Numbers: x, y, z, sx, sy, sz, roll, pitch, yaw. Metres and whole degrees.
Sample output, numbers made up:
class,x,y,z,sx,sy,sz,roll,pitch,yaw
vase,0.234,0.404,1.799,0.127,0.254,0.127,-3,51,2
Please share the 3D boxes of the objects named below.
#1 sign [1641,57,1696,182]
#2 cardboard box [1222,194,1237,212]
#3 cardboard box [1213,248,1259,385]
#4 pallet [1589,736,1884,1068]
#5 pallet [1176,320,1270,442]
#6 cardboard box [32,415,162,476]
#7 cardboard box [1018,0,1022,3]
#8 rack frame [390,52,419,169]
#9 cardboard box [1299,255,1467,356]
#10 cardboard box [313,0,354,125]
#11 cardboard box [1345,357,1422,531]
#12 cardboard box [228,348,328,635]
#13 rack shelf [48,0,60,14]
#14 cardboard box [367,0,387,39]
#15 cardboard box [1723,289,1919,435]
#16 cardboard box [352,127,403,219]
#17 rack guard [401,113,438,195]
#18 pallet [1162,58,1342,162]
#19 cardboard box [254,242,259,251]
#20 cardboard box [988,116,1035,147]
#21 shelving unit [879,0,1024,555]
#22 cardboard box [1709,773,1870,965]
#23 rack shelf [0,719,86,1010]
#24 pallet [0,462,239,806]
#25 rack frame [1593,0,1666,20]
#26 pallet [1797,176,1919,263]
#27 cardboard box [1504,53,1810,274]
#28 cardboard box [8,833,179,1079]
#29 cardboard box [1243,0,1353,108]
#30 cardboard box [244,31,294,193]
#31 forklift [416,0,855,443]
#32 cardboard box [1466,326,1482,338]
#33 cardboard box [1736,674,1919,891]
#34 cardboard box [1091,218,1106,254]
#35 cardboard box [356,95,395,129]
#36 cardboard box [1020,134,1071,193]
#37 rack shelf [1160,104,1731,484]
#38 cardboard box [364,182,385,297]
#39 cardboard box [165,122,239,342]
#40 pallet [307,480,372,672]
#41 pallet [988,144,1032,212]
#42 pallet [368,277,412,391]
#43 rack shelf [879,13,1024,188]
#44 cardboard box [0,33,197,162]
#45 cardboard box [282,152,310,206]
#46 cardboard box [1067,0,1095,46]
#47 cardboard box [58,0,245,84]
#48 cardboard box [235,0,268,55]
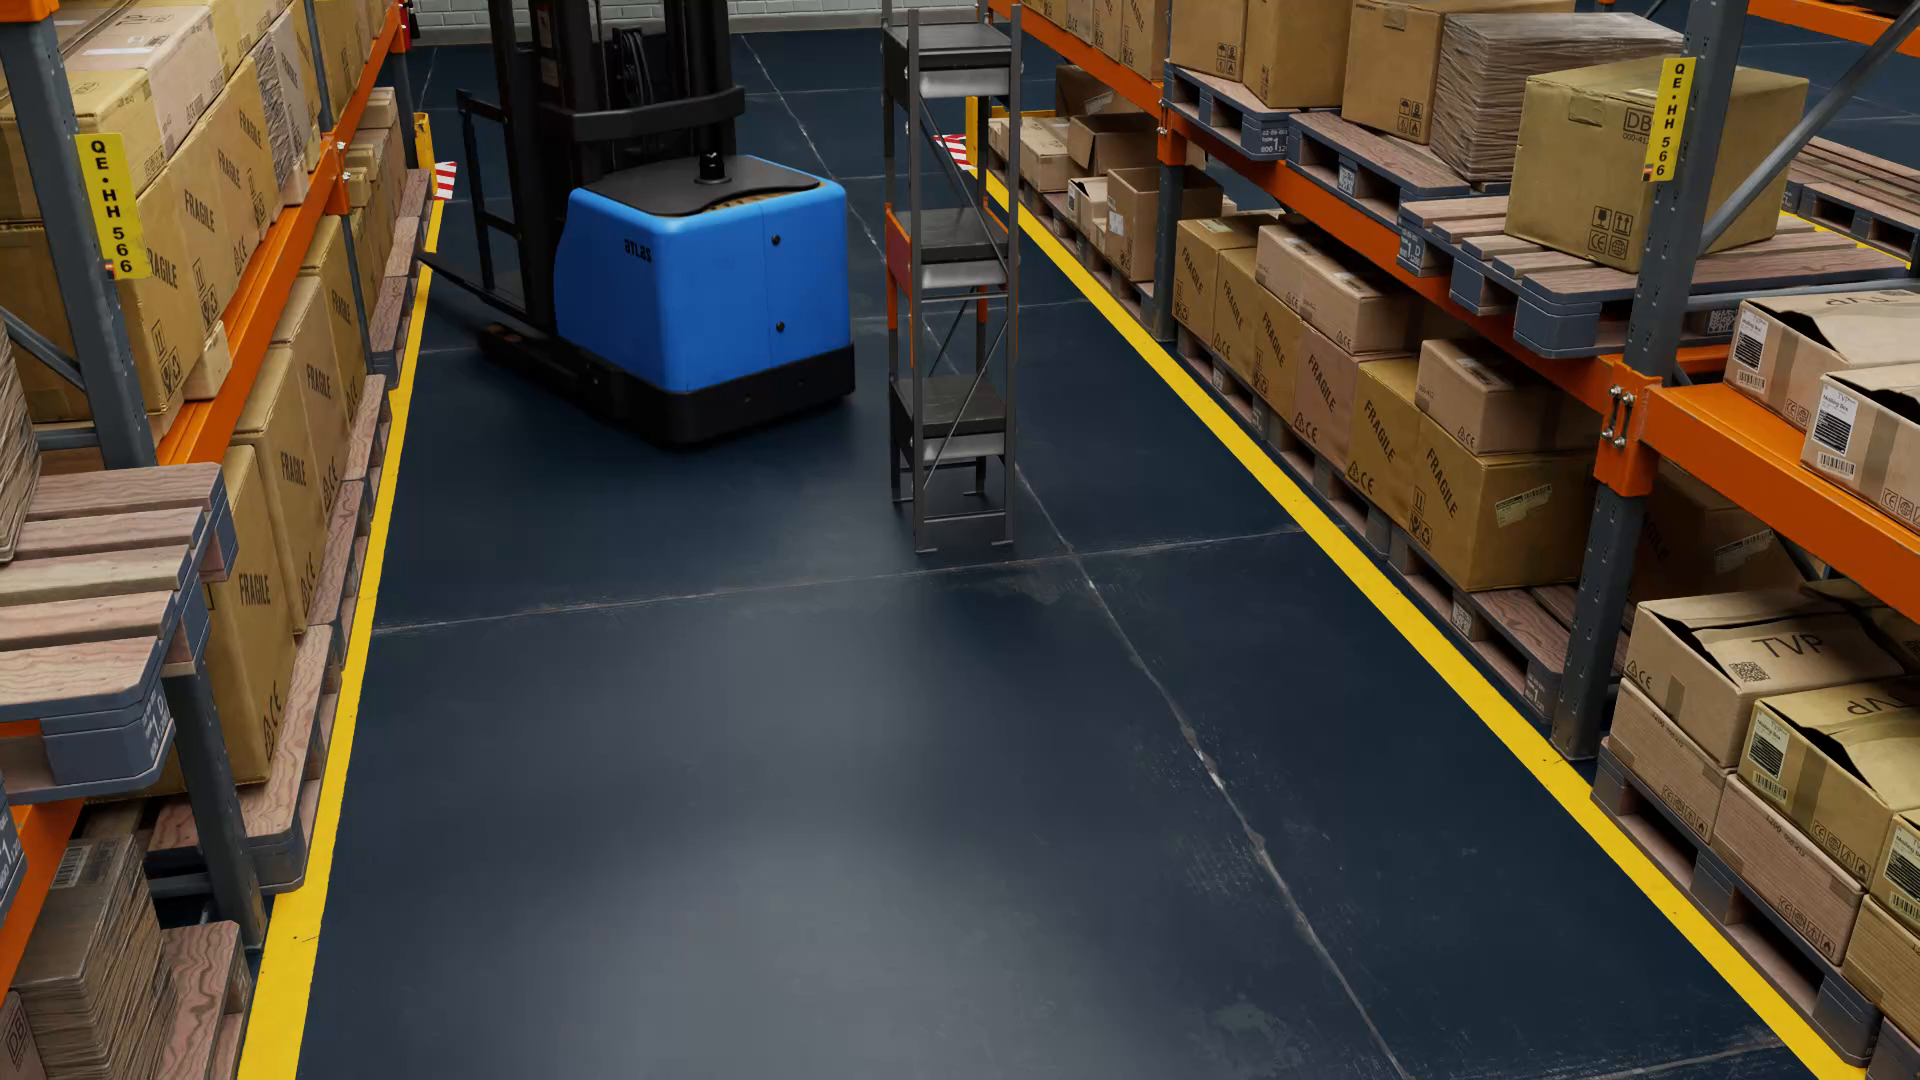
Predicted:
class,x,y,z,sx,sy,sz,roll,pitch,yaw
sign,1.897,-1.121,4.446,0.100,0.325,0.005,-6,27,-12
cardboard box,1.434,-1.972,9.983,0.380,0.166,0.250,-6,27,-12
cardboard box,1.525,-1.065,7.818,0.500,0.500,0.500,-6,27,-11
pallet,2.571,0.911,4.710,1.003,0.211,1.213,-6,27,-12
pallet,1.743,-0.857,8.214,1.003,0.211,1.213,-6,27,-12
cardboard box,-2.250,-0.259,4.191,0.380,0.149,0.250,-6,27,-12
cardboard box,0.586,-3.808,10.855,0.500,0.500,0.500,-6,27,-12
rack frame,-4.204,-3.706,10.764,1.000,3.000,0.127,-6,27,-12
cardboard box,1.733,-0.974,6.804,0.500,0.250,0.500,-6,27,-13
cardboard box,-3.409,-2.324,7.693,0.980,0.700,0.700,-6,27,-11
cardboard box,1.868,-0.393,6.487,0.500,0.500,0.500,-7,28,-13
cardboard box,-2.631,-0.144,5.625,0.750,0.750,0.750,-6,27,-12
rack shelf,-2.852,-2.090,5.032,1.077,0.370,4.000,-6,27,-12
cardboard box,-3.905,-3.299,9.625,0.980,0.700,0.700,-6,27,-12
cardboard box,2.463,-0.495,4.501,0.500,0.311,0.500,-4,27,-8
cardboard box,-3.836,-2.261,10.209,0.700,0.500,0.500,-6,27,-12
rack guard,-4.210,-2.601,11.348,1.175,0.500,0.348,-6,27,-12
pallet,1.596,-2.007,7.611,1.003,0.211,1.213,-6,27,-12
cardboard box,-2.659,-1.048,5.753,0.380,0.149,0.250,-5,27,-10
cardboard box,0.381,-2.916,11.874,0.380,0.149,0.250,-6,27,-12
shelving unit,-0.037,-1.010,6.421,0.431,2.100,0.503,-6,27,-12
cardboard box,2.370,0.821,4.379,0.500,0.250,0.500,-7,28,-13
rack shelf,-1.951,1.005,2.229,1.077,0.370,4.000,-6,27,-12
pallet,-2.137,0.193,3.251,1.213,0.211,1.003,-6,27,-12
rack frame,5.448,-4.712,12.757,1.000,3.000,0.127,-6,27,-12
pallet,6.146,-2.030,10.538,1.003,0.211,1.213,-6,27,-12
cardboard box,2.172,-1.196,5.214,0.700,0.500,0.500,-16,31,-29
cardboard box,-2.188,1.036,3.655,0.700,0.500,0.500,-6,27,-11
cardboard box,1.628,-2.161,7.126,0.700,0.500,0.500,-2,27,-3
cardboard box,-2.724,-1.515,5.960,0.500,0.500,0.500,-6,27,-12
forklift,-1.855,-2.326,8.105,1.130,2.935,3.031,-22,34,-36
cardboard box,2.245,-0.687,7.068,0.500,0.500,0.500,-7,28,-13
cardboard box,2.382,0.580,4.235,0.500,0.311,0.500,-7,28,-13
cardboard box,0.975,-1.759,9.581,0.380,0.149,0.250,-6,27,-12
cardboard box,-3.684,-2.620,10.201,0.380,0.149,0.250,-5,27,-10
cardboard box,0.693,-2.473,10.885,0.500,0.250,0.500,-6,27,-12
rack shelf,1.973,-1.256,6.708,1.077,0.370,4.000,-6,27,-12
cardboard box,-3.482,-1.582,8.862,0.700,0.500,0.500,-6,27,-12
cardboard box,-2.371,-0.851,4.643,0.500,0.500,0.500,-5,27,-10
pallet,-2.777,0.162,6.194,1.003,0.211,1.213,-6,27,-12
pallet,0.819,-2.583,11.633,1.003,0.211,1.213,-6,27,-12
pallet,-3.398,-1.047,8.591,1.003,0.211,1.213,-6,27,-12
rack shelf,-0.037,-1.623,6.112,0.431,0.518,0.480,-6,27,-12
cardboard box,-2.375,-1.177,4.457,0.500,0.250,0.500,-6,27,-12
cardboard box,-2.740,-1.391,6.433,0.380,0.149,0.250,-6,27,-12
cardboard box,0.924,-3.145,9.540,0.500,0.500,0.500,-5,27,-10
cardboard box,-2.612,-1.619,5.334,0.500,0.250,0.500,-7,28,-13
cardboard box,-2.728,-1.843,5.777,0.500,0.250,0.500,-5,27,-11
